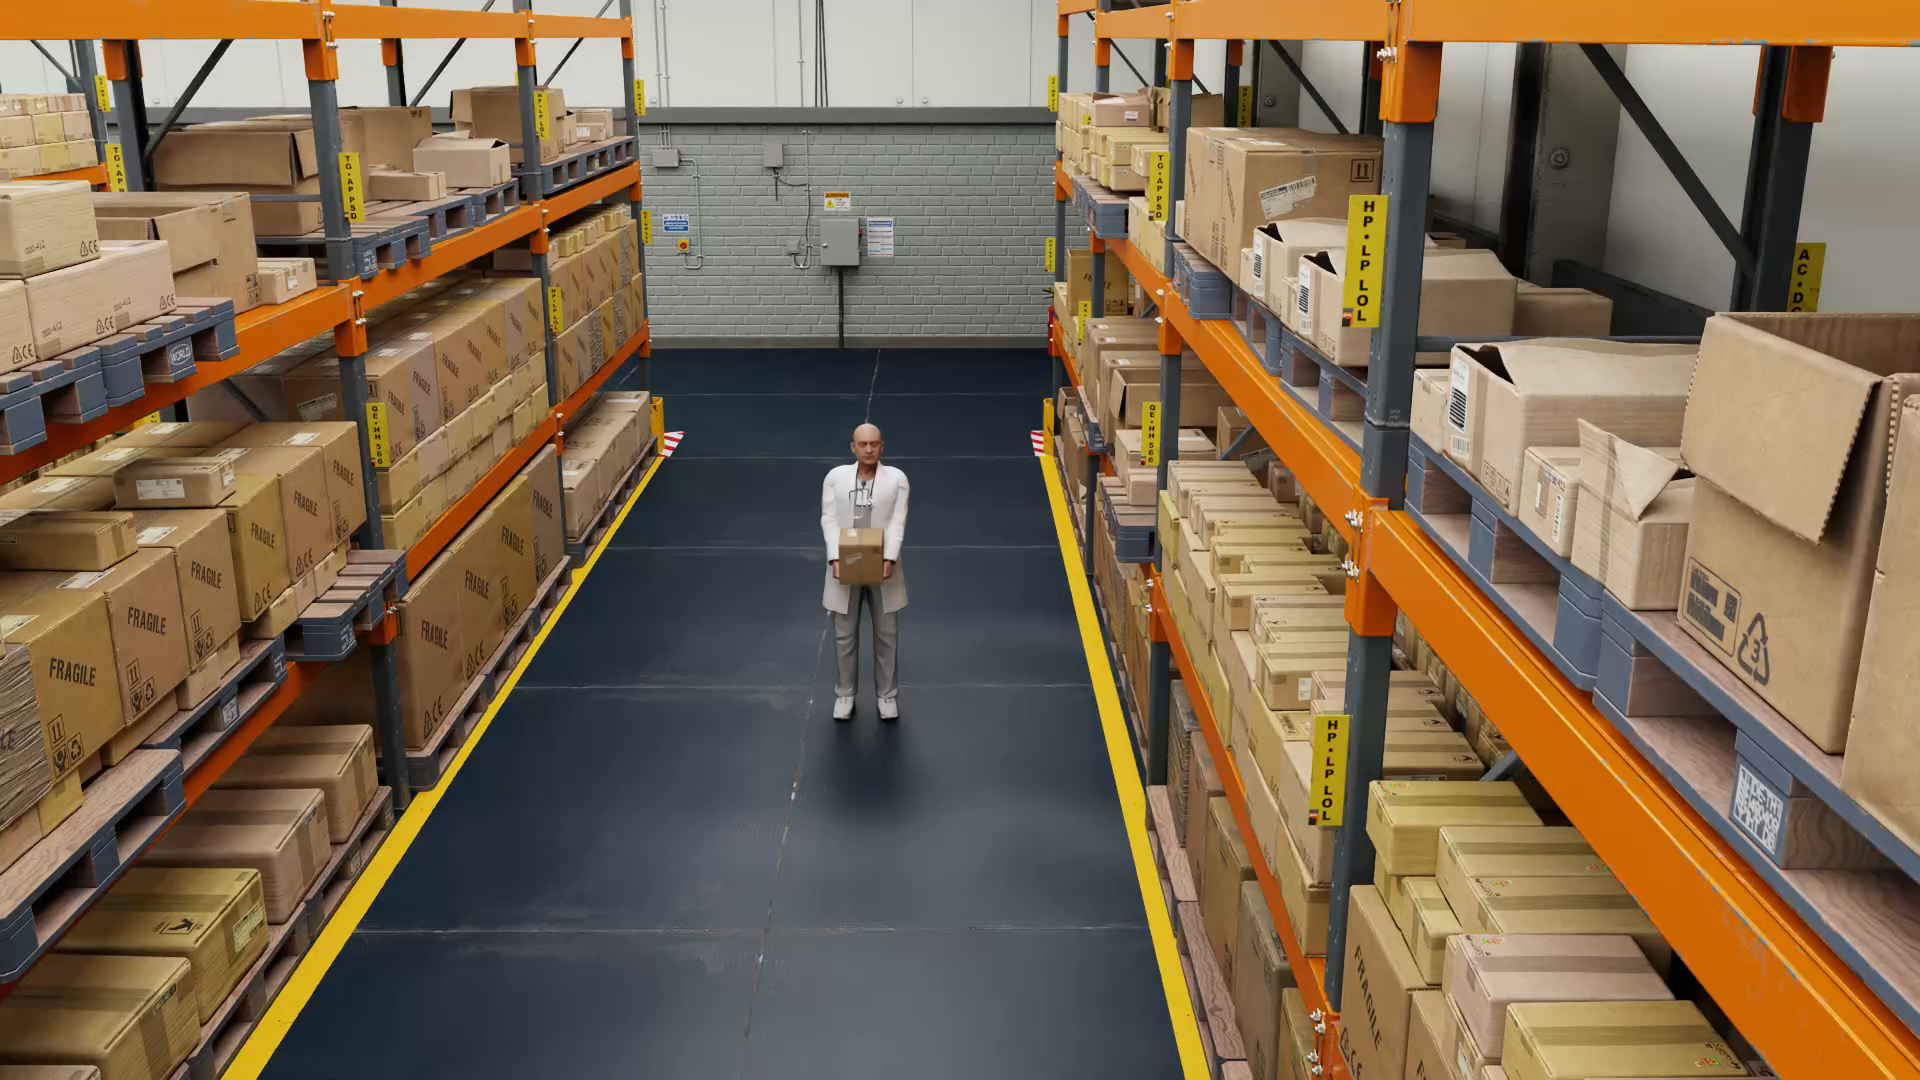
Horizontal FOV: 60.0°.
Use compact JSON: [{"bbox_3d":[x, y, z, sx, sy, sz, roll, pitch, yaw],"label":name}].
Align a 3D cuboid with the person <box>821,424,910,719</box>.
[{"bbox_3d":[-0.561,0.216,9.867,0.531,1.769,0.555,0,17,0],"label":"person"}]
